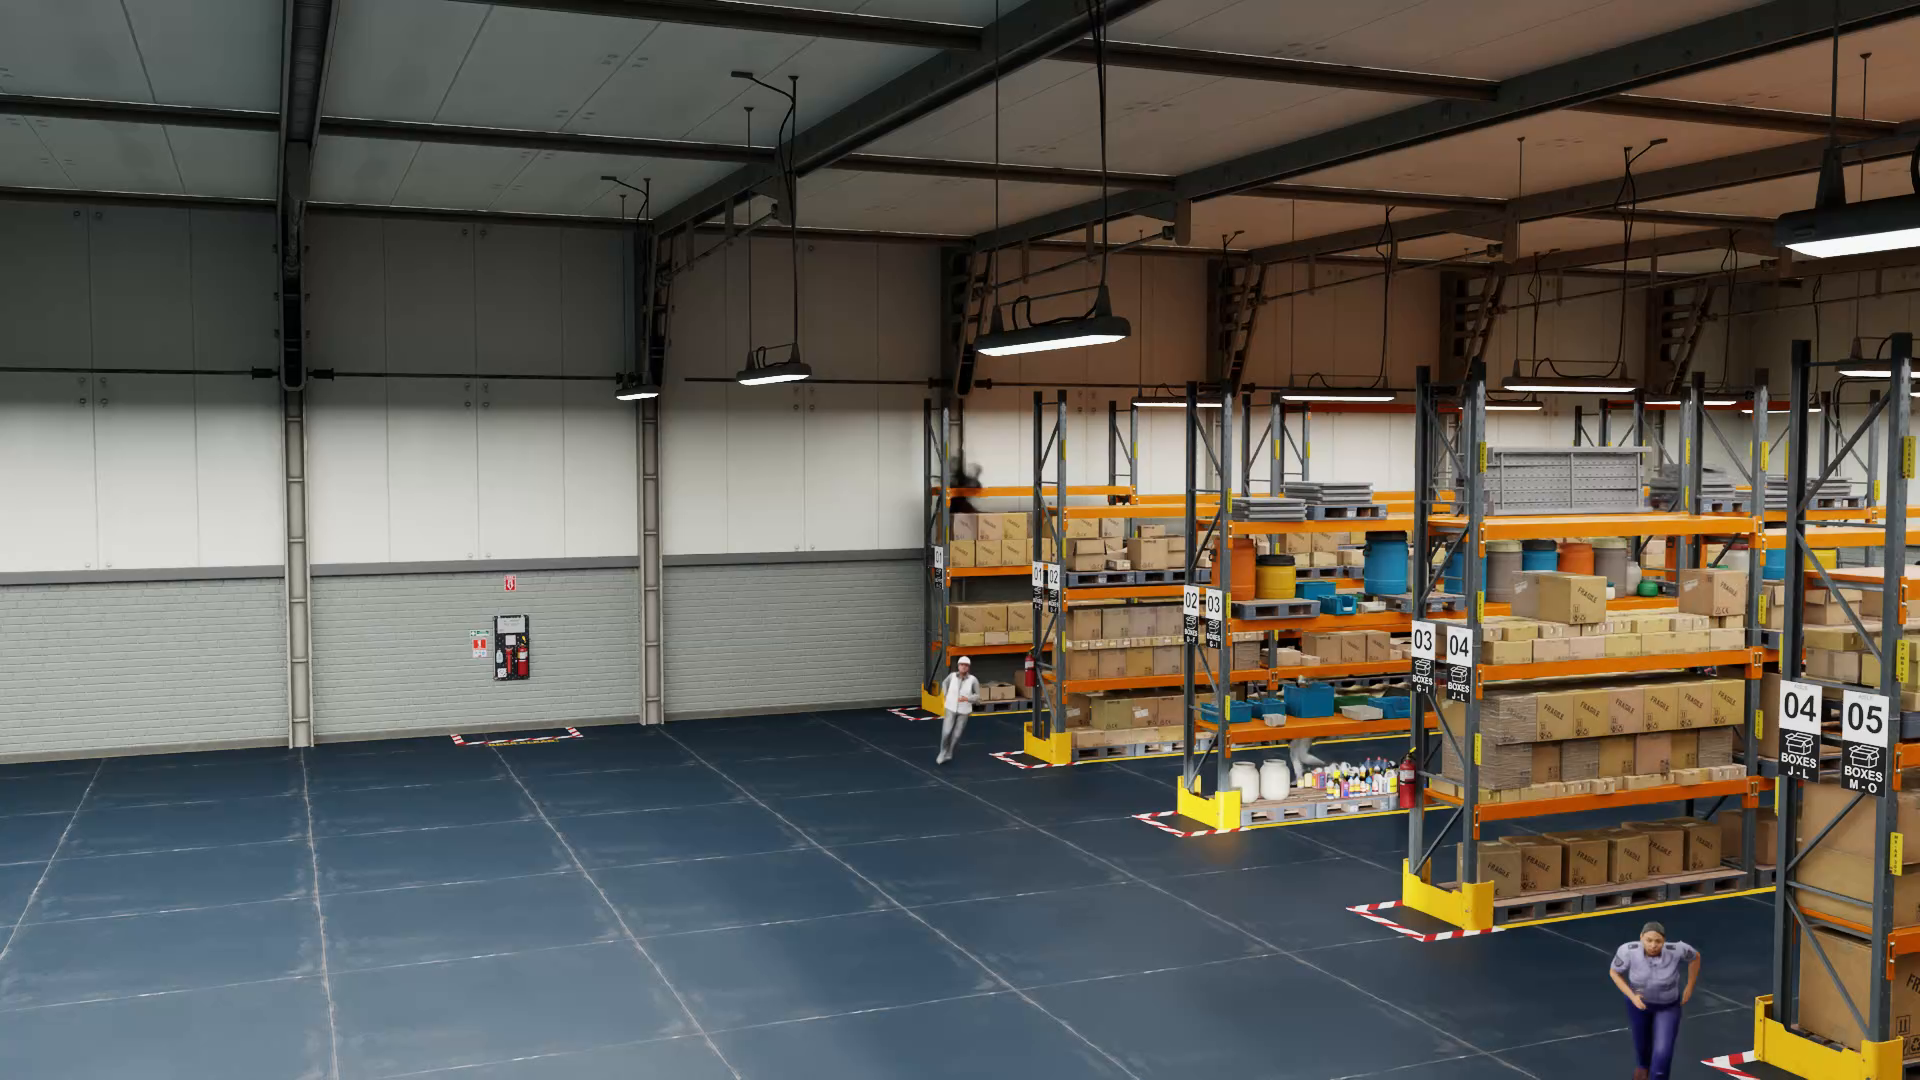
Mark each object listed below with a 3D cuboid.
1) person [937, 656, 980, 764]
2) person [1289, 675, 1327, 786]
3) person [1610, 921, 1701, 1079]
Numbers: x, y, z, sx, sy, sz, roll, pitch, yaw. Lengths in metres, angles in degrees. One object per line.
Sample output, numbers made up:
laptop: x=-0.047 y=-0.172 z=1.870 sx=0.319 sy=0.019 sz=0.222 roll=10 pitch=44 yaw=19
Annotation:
person: x=-0.022 y=2.726 z=26.661 sx=0.706 sy=1.745 sz=0.664 roll=0 pitch=3 yaw=4
person: x=5.212 y=2.858 z=25.049 sx=0.601 sy=1.672 sz=0.587 roll=-2 pitch=4 yaw=-25
person: x=5.361 y=3.651 z=12.864 sx=0.645 sy=1.617 sz=0.955 roll=1 pitch=4 yaw=21
